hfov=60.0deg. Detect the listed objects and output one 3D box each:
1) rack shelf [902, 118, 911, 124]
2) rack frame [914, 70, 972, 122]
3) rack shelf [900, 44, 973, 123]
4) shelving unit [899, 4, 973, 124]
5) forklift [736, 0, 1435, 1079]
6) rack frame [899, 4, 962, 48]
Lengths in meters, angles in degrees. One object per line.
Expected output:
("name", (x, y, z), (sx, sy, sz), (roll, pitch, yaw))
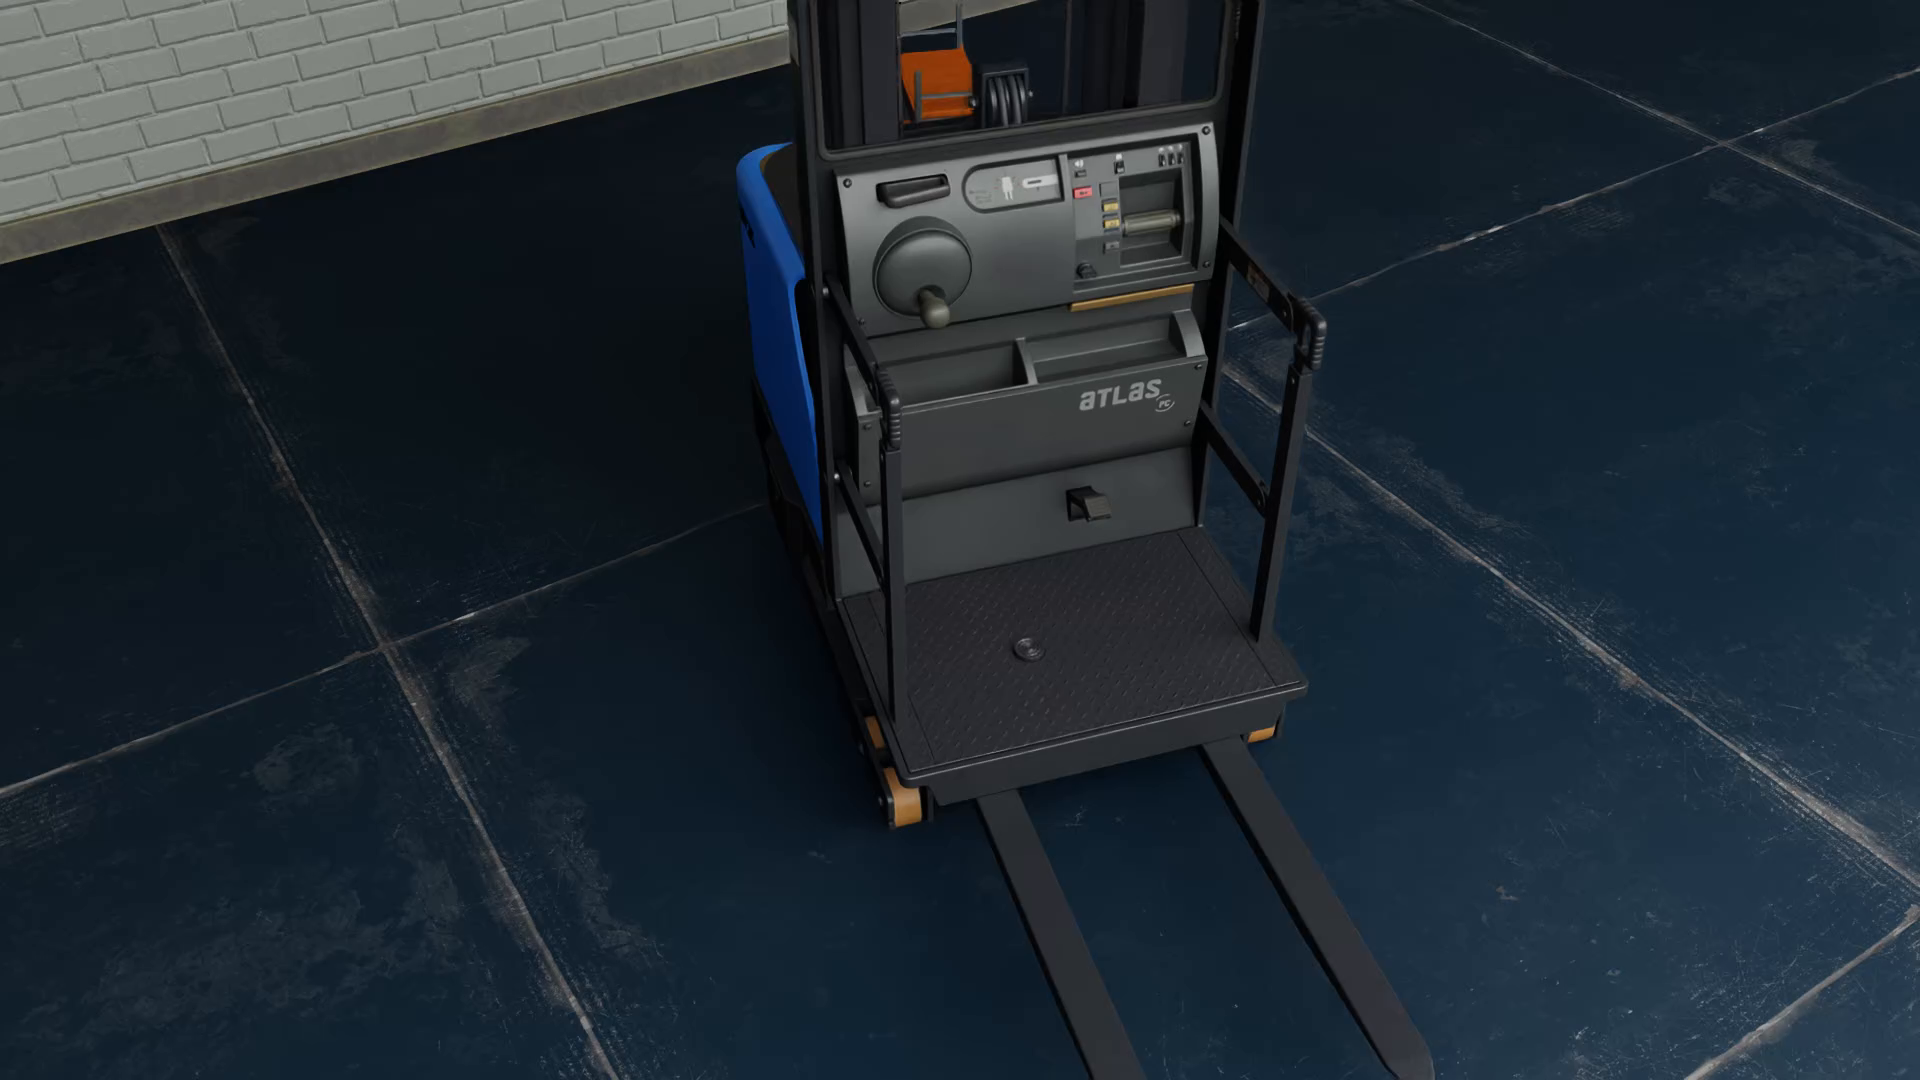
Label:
("rack shelf", (-0.068, -1.264, 5.585), (0.258, 0.148, 0.480), (-7, 40, -8))
("rack frame", (-0.023, -0.990, 5.501), (0.240, 1.200, 0.015), (-7, 40, -8))
("rack shelf", (-0.068, -1.446, 5.434), (0.258, 0.148, 0.480), (-7, 40, -8))
("shelving unit", (-0.068, -1.144, 5.685), (0.258, 1.200, 0.503), (-7, 40, -8))
("forklift", (0.238, -0.667, 3.761), (1.130, 2.935, 3.031), (-11, 41, -13))
("rack frame", (-0.114, -1.297, 5.869), (0.240, 1.200, 0.015), (-7, 40, -8))
